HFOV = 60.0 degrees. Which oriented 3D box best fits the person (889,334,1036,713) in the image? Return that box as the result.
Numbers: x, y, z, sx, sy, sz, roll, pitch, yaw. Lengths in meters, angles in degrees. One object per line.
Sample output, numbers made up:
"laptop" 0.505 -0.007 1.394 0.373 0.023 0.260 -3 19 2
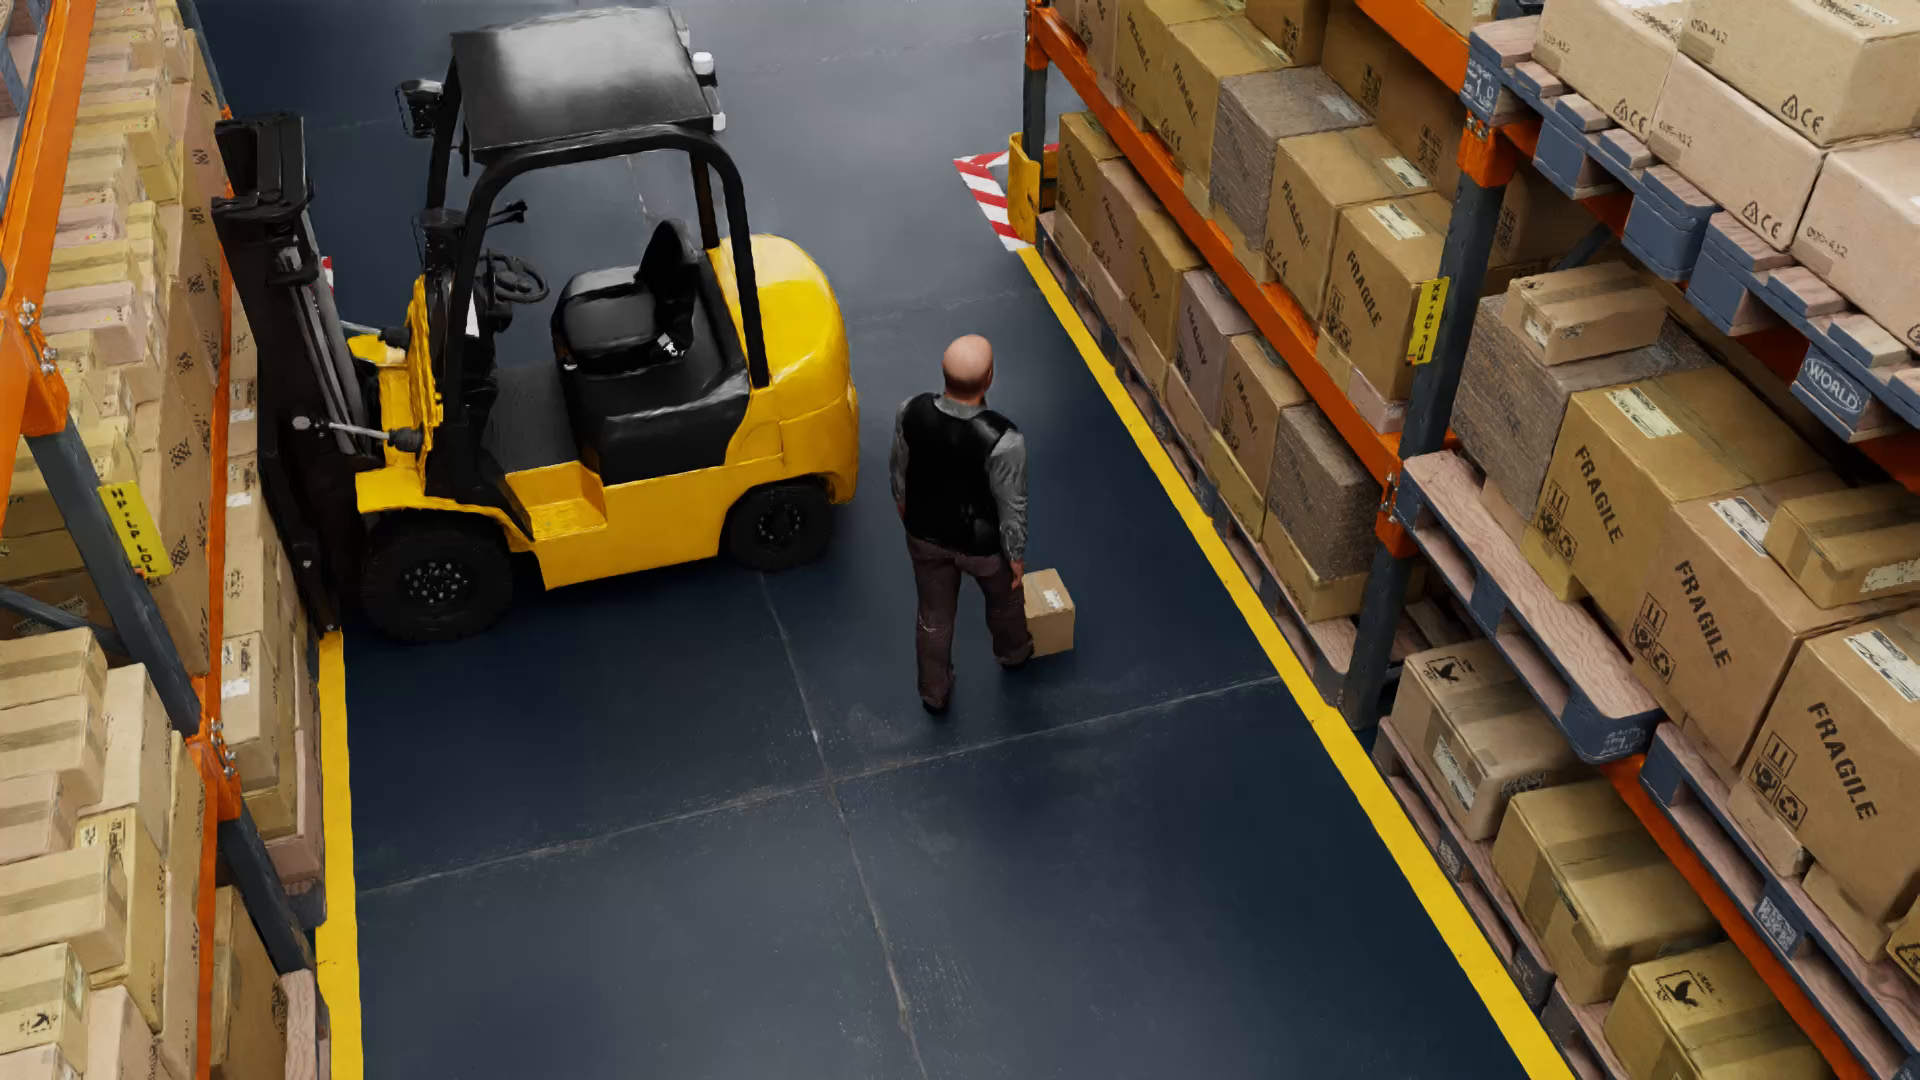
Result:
"person" 0.050 -0.112 6.286 0.583 1.719 0.659 17 45 18
